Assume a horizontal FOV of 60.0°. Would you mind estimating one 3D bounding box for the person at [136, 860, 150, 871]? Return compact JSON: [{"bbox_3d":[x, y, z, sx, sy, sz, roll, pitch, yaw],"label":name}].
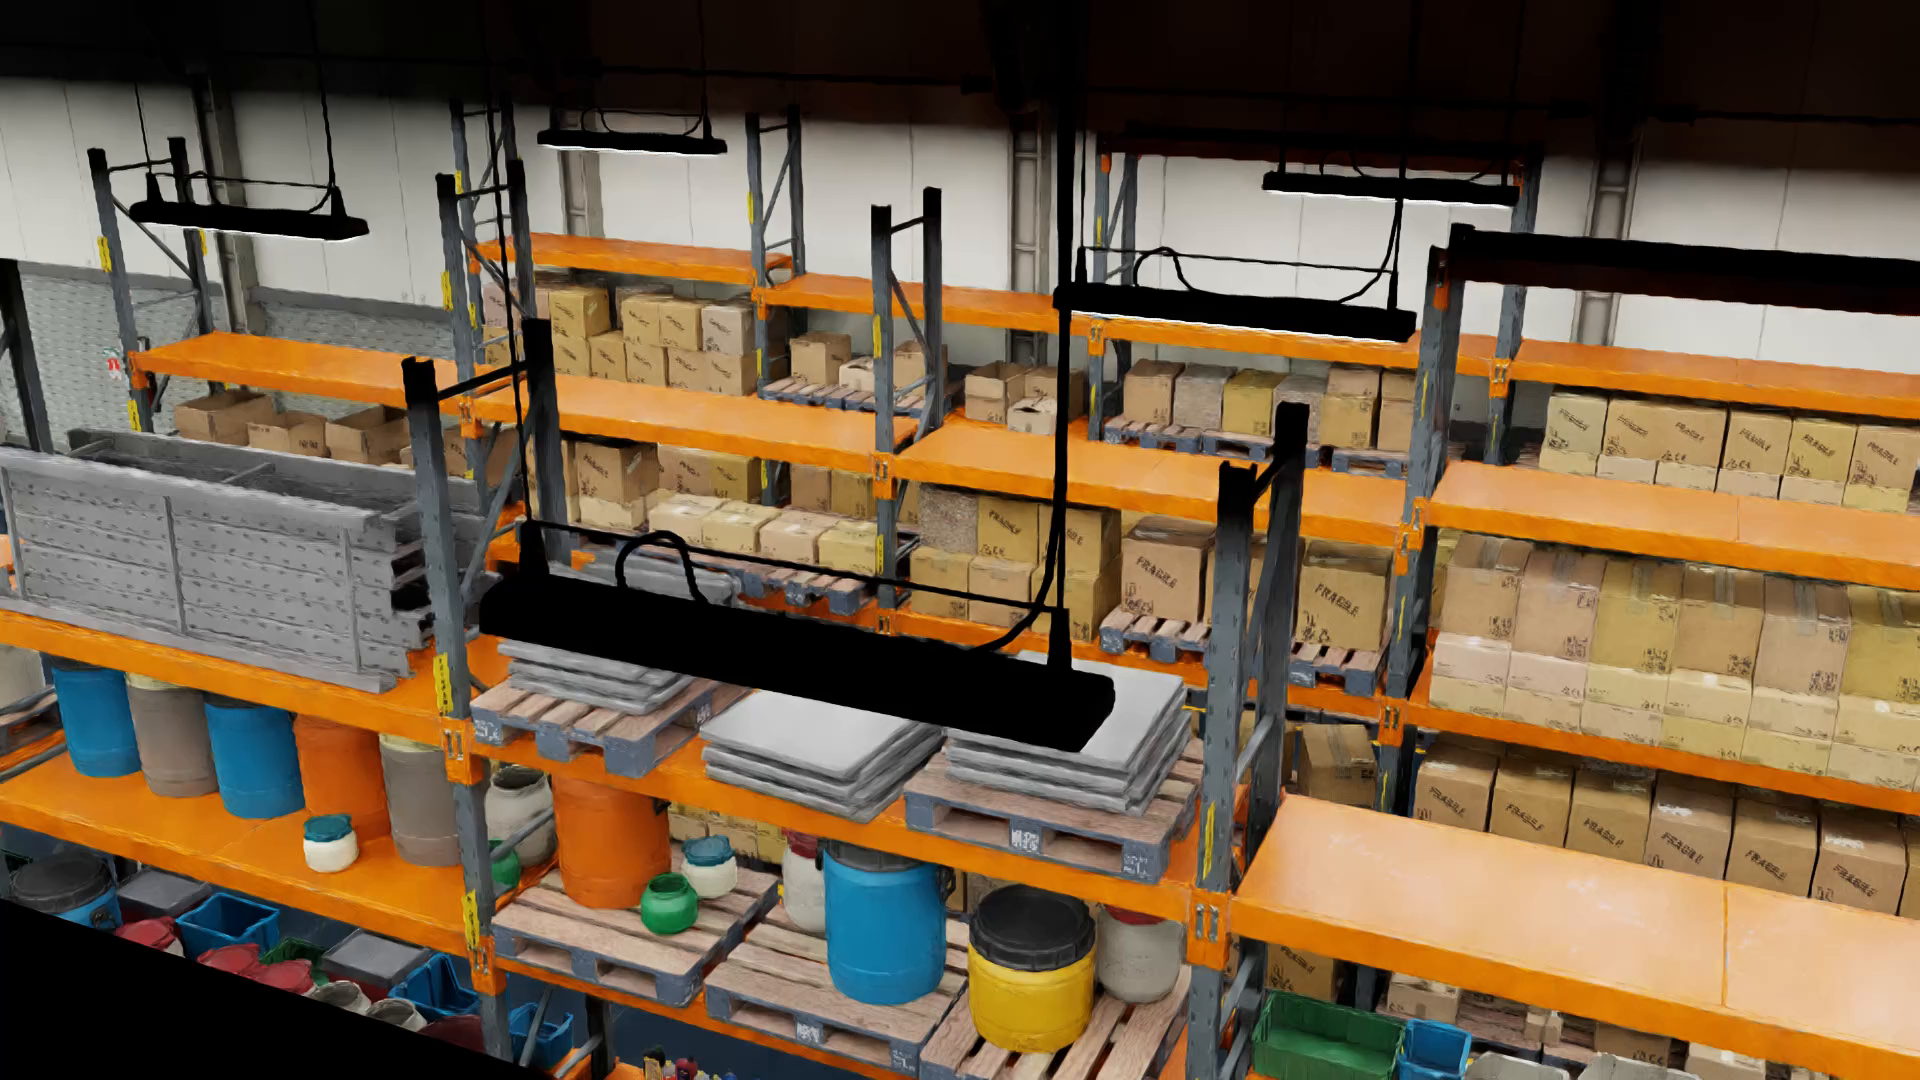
[{"bbox_3d":[-6.361,2.528,13.365,0.605,1.789,0.450,-3,21,-7],"label":"person"}]
